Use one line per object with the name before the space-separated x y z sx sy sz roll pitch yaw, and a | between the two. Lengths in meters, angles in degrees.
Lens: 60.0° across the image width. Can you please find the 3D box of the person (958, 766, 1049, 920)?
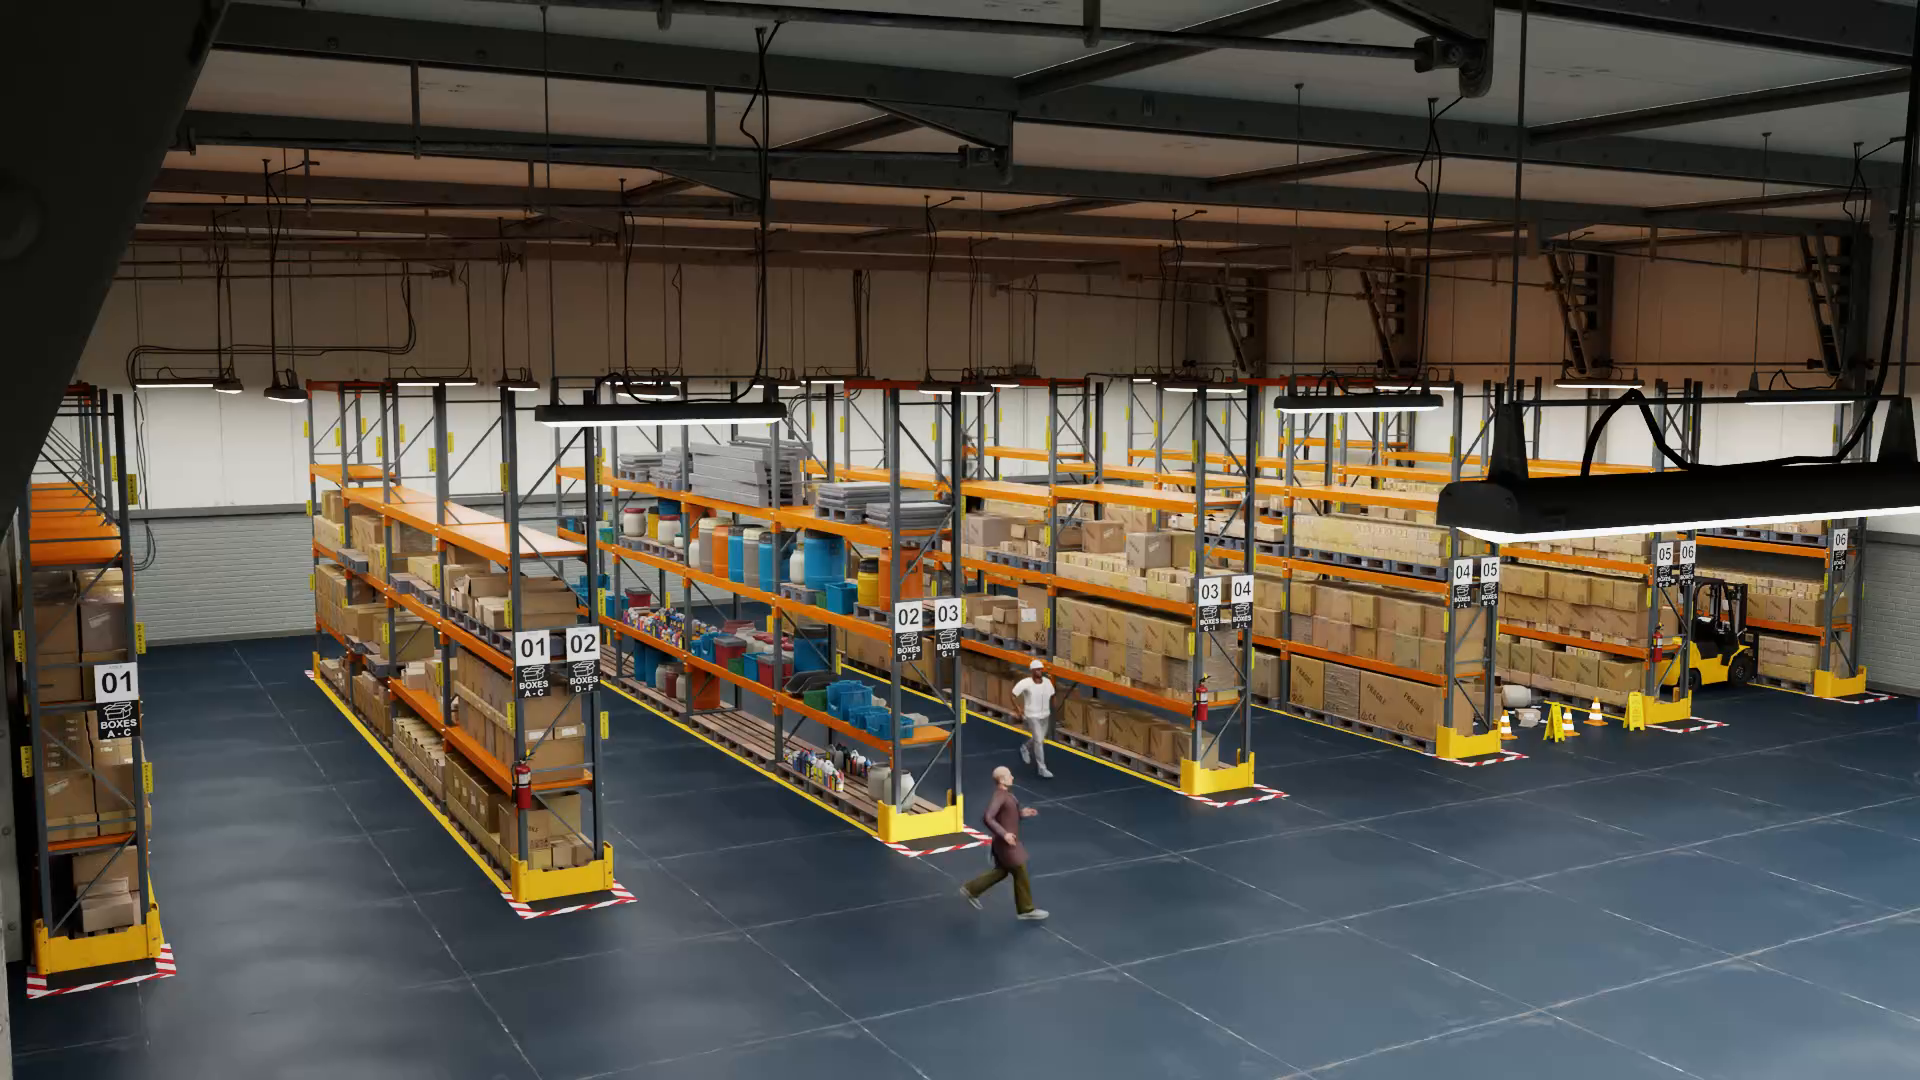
person | 0.497 3.433 18.872 1.034 1.754 0.712 0 6 -1

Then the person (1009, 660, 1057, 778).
person | 1.170 2.715 25.647 0.723 1.751 0.959 -4 7 -32
